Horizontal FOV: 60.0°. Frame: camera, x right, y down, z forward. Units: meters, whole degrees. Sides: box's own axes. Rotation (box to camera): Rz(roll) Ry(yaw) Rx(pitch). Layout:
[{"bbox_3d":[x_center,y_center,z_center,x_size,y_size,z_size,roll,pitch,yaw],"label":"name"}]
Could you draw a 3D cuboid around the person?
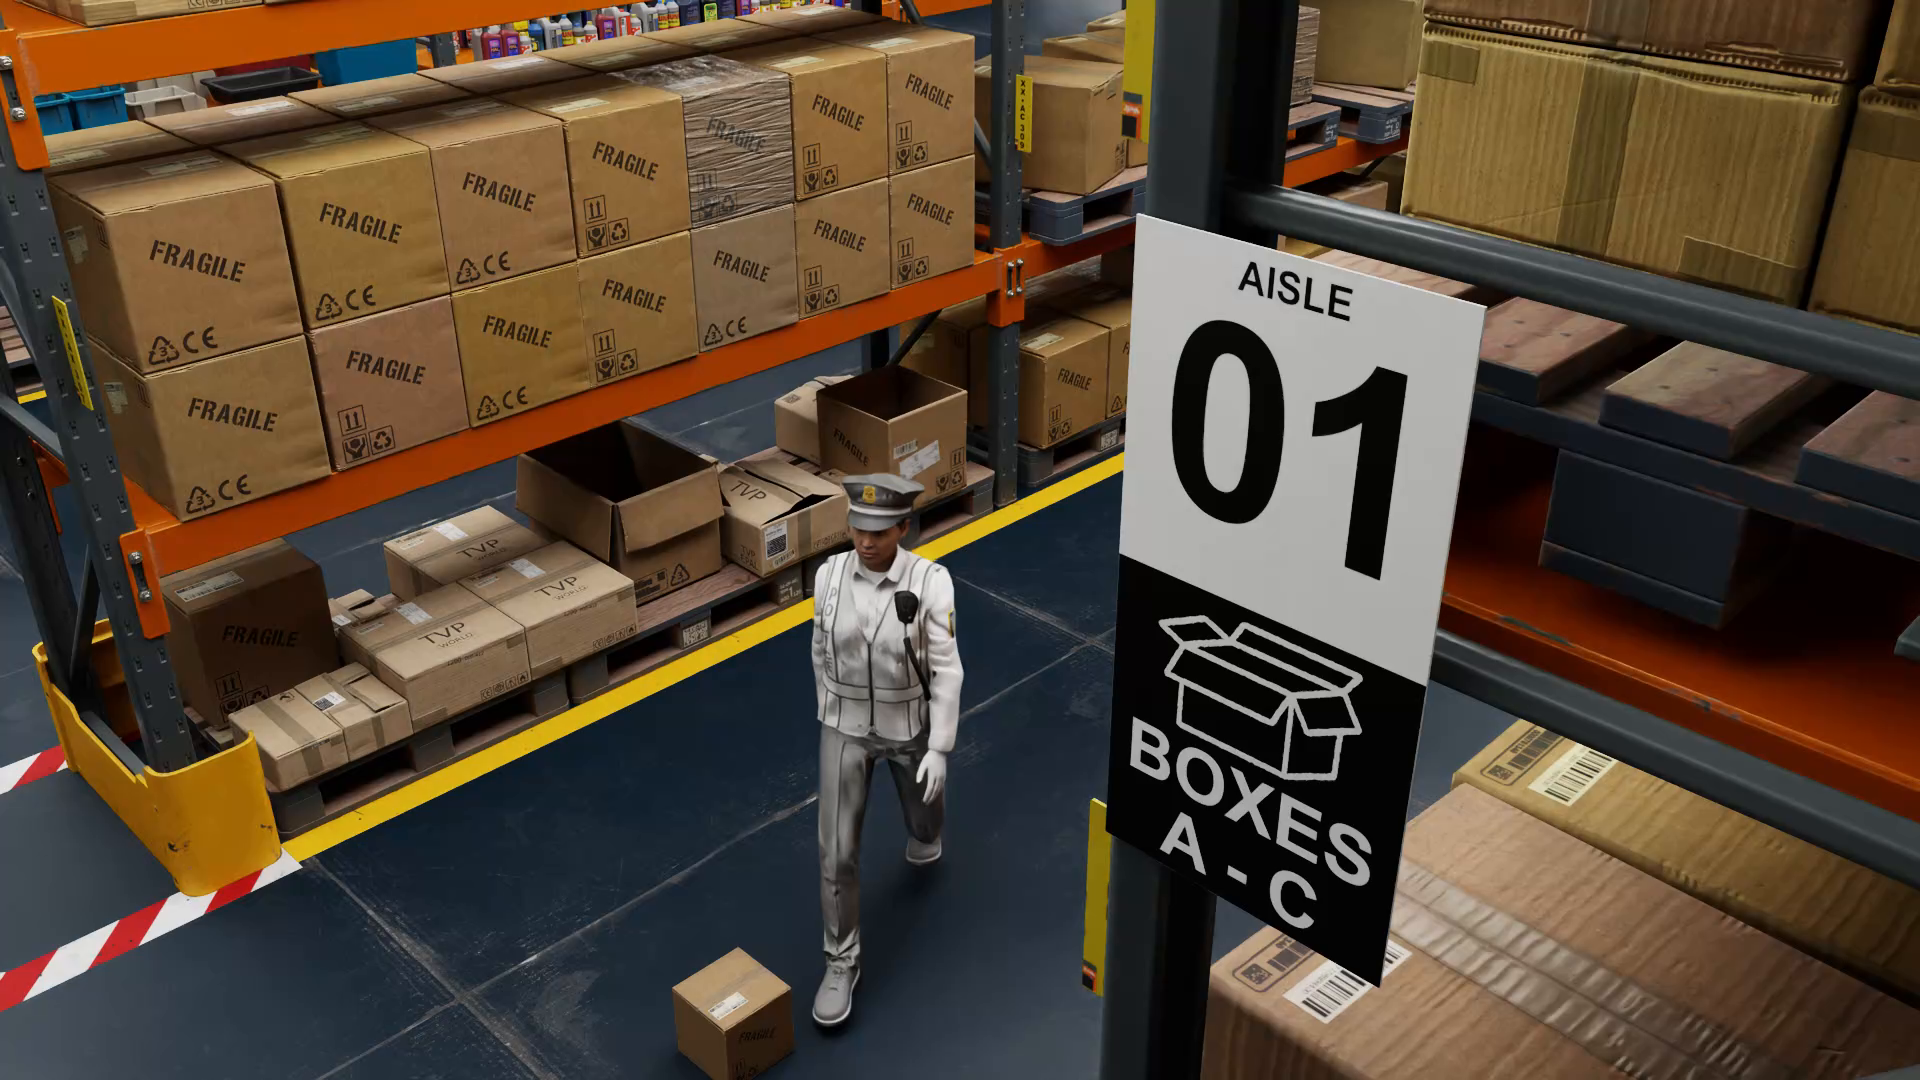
[{"bbox_3d":[-0.231,0.557,5.056,0.486,1.635,0.939,3,28,5],"label":"person"}]
